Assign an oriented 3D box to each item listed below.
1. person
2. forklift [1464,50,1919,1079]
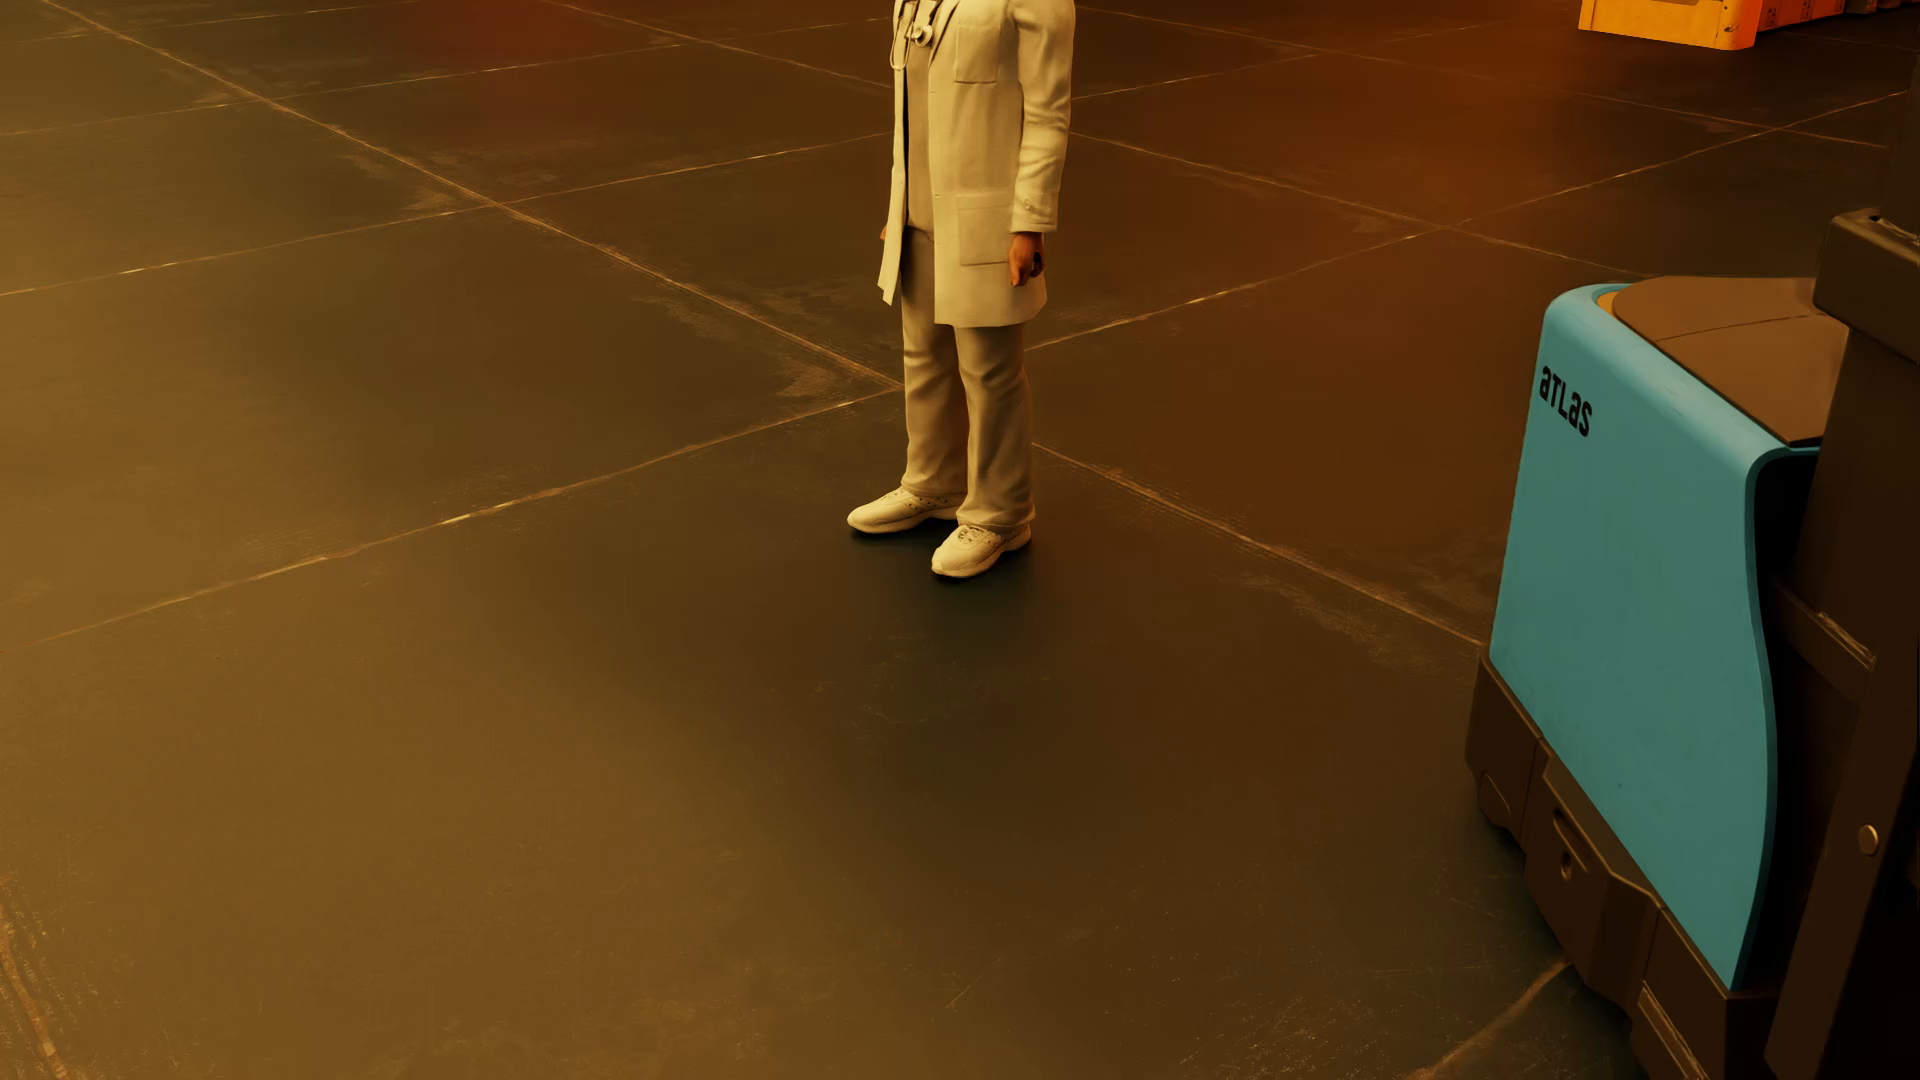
[{"bbox_3d":[-0.008,-0.789,4.086,0.389,1.782,0.551,-20,33,-35],"label":"person"},{"bbox_3d":[1.684,-0.186,1.577,1.130,2.935,3.031,-2,26,-4],"label":"forklift"}]
